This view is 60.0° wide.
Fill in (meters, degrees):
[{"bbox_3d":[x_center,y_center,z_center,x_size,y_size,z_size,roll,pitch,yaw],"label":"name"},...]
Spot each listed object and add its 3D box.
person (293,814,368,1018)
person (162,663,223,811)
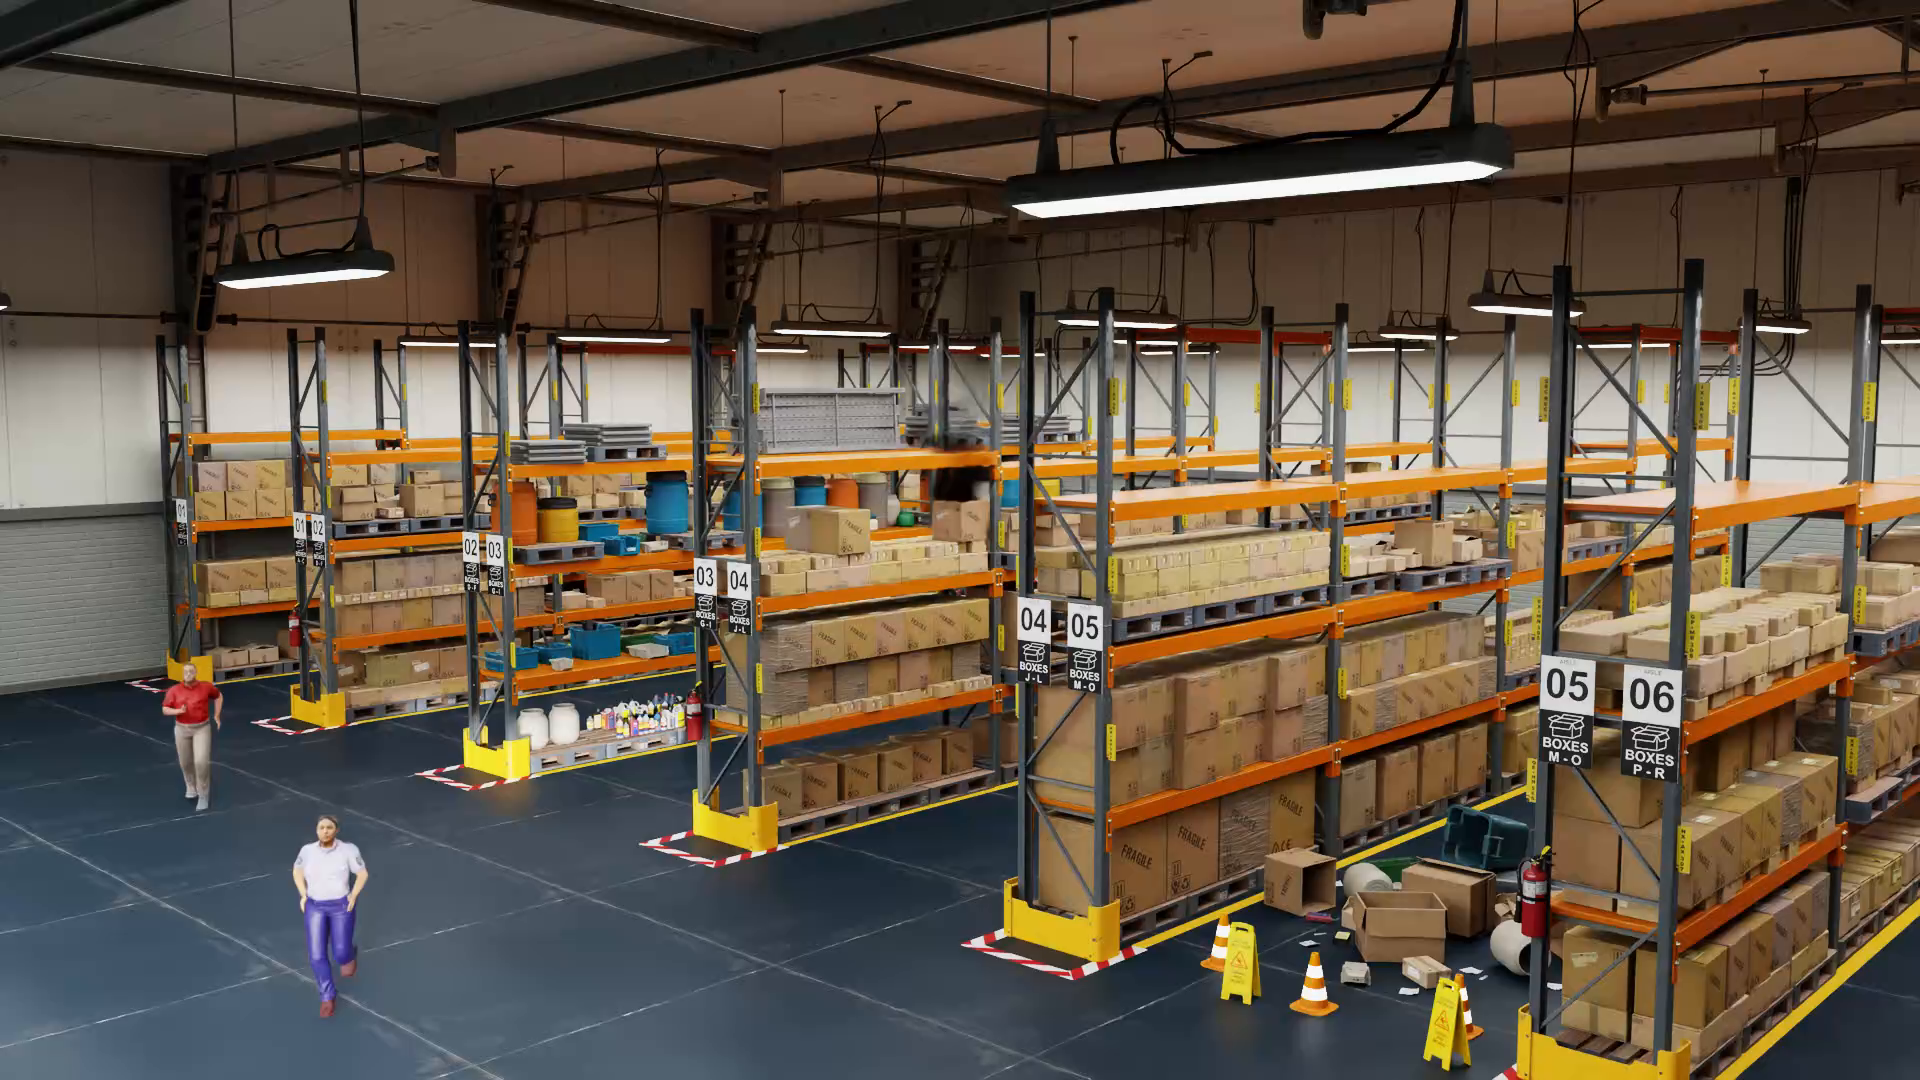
[{"bbox_3d":[-5.246,3.078,13.850,0.607,1.626,0.707,-1,5,-11],"label":"person"},{"bbox_3d":[-9.411,2.394,20.407,0.639,1.796,0.808,-2,6,-16],"label":"person"}]
